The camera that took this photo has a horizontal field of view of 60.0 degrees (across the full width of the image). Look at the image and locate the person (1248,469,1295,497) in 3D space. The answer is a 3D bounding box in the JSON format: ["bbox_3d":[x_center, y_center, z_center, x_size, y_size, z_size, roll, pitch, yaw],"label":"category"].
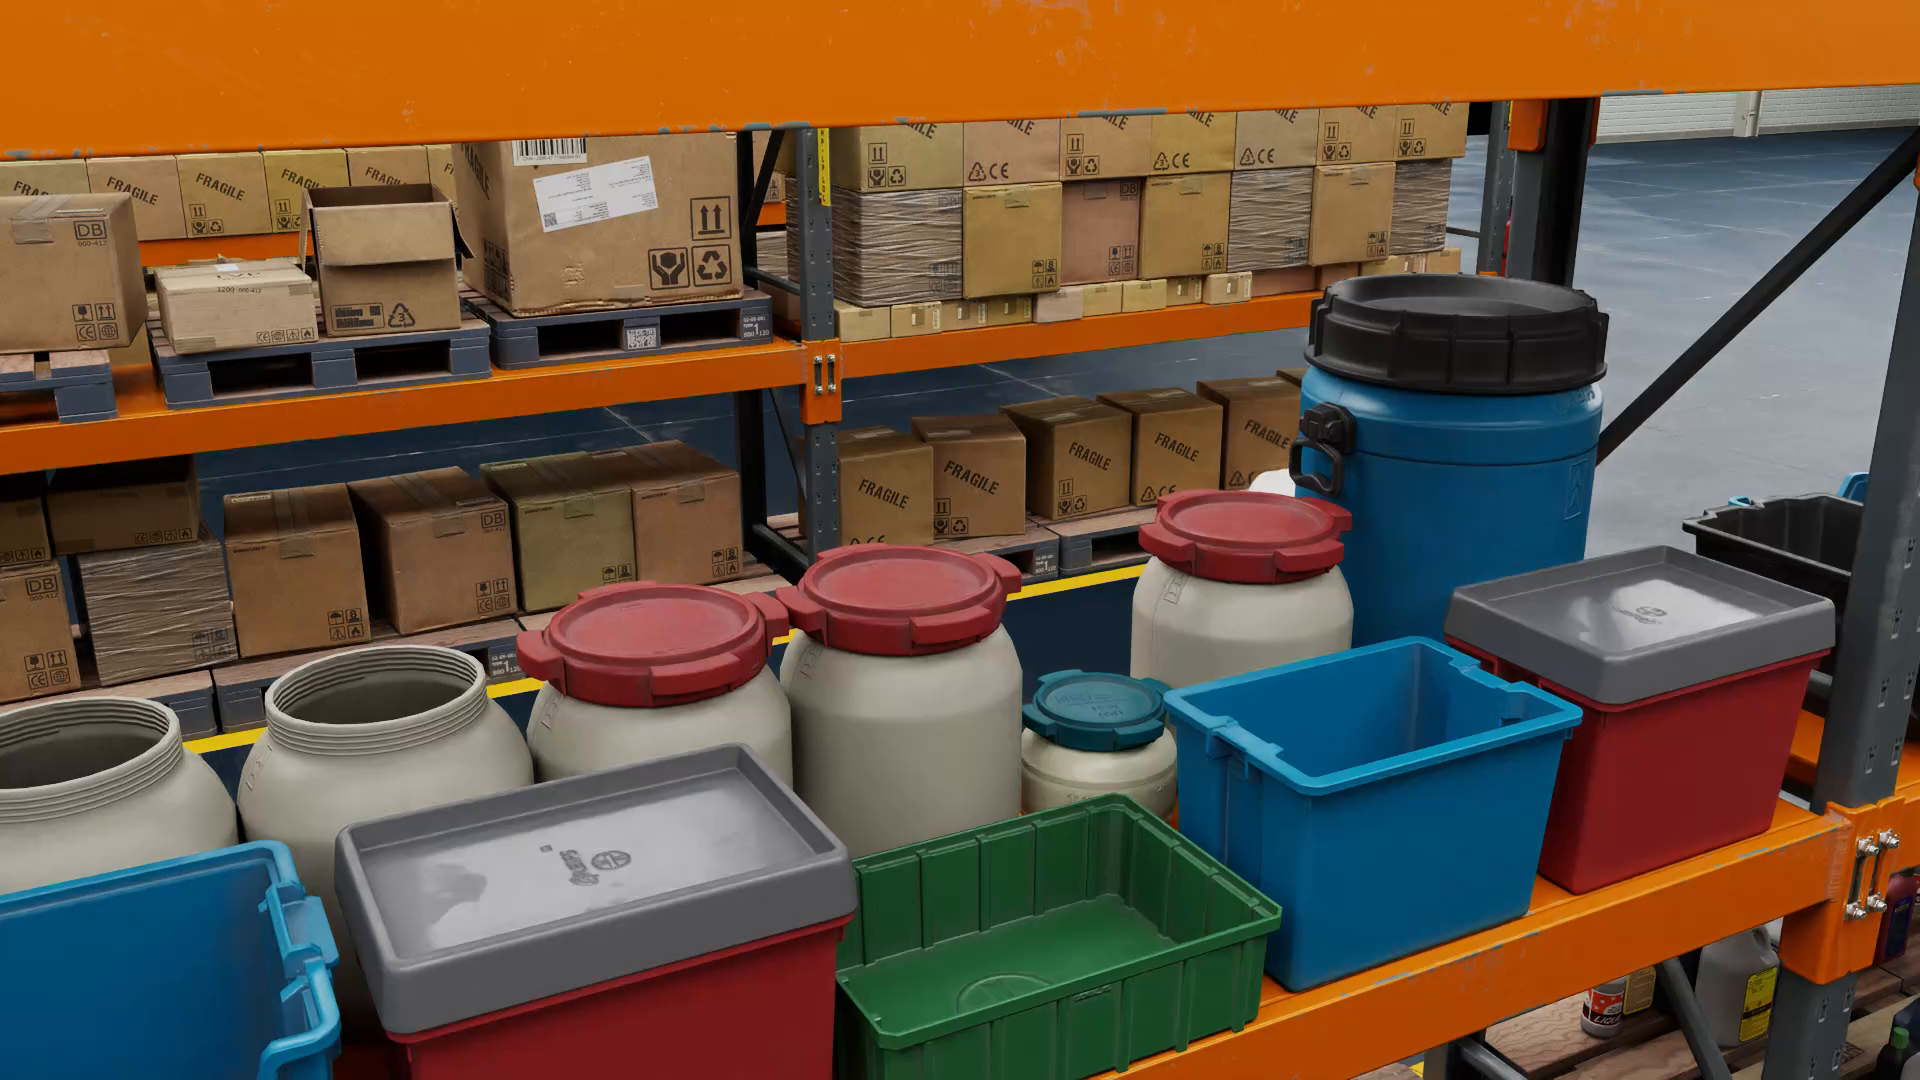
[{"bbox_3d":[1.295,0.160,6.681,0.858,1.074,0.573,-10,21,-27],"label":"person"}]
